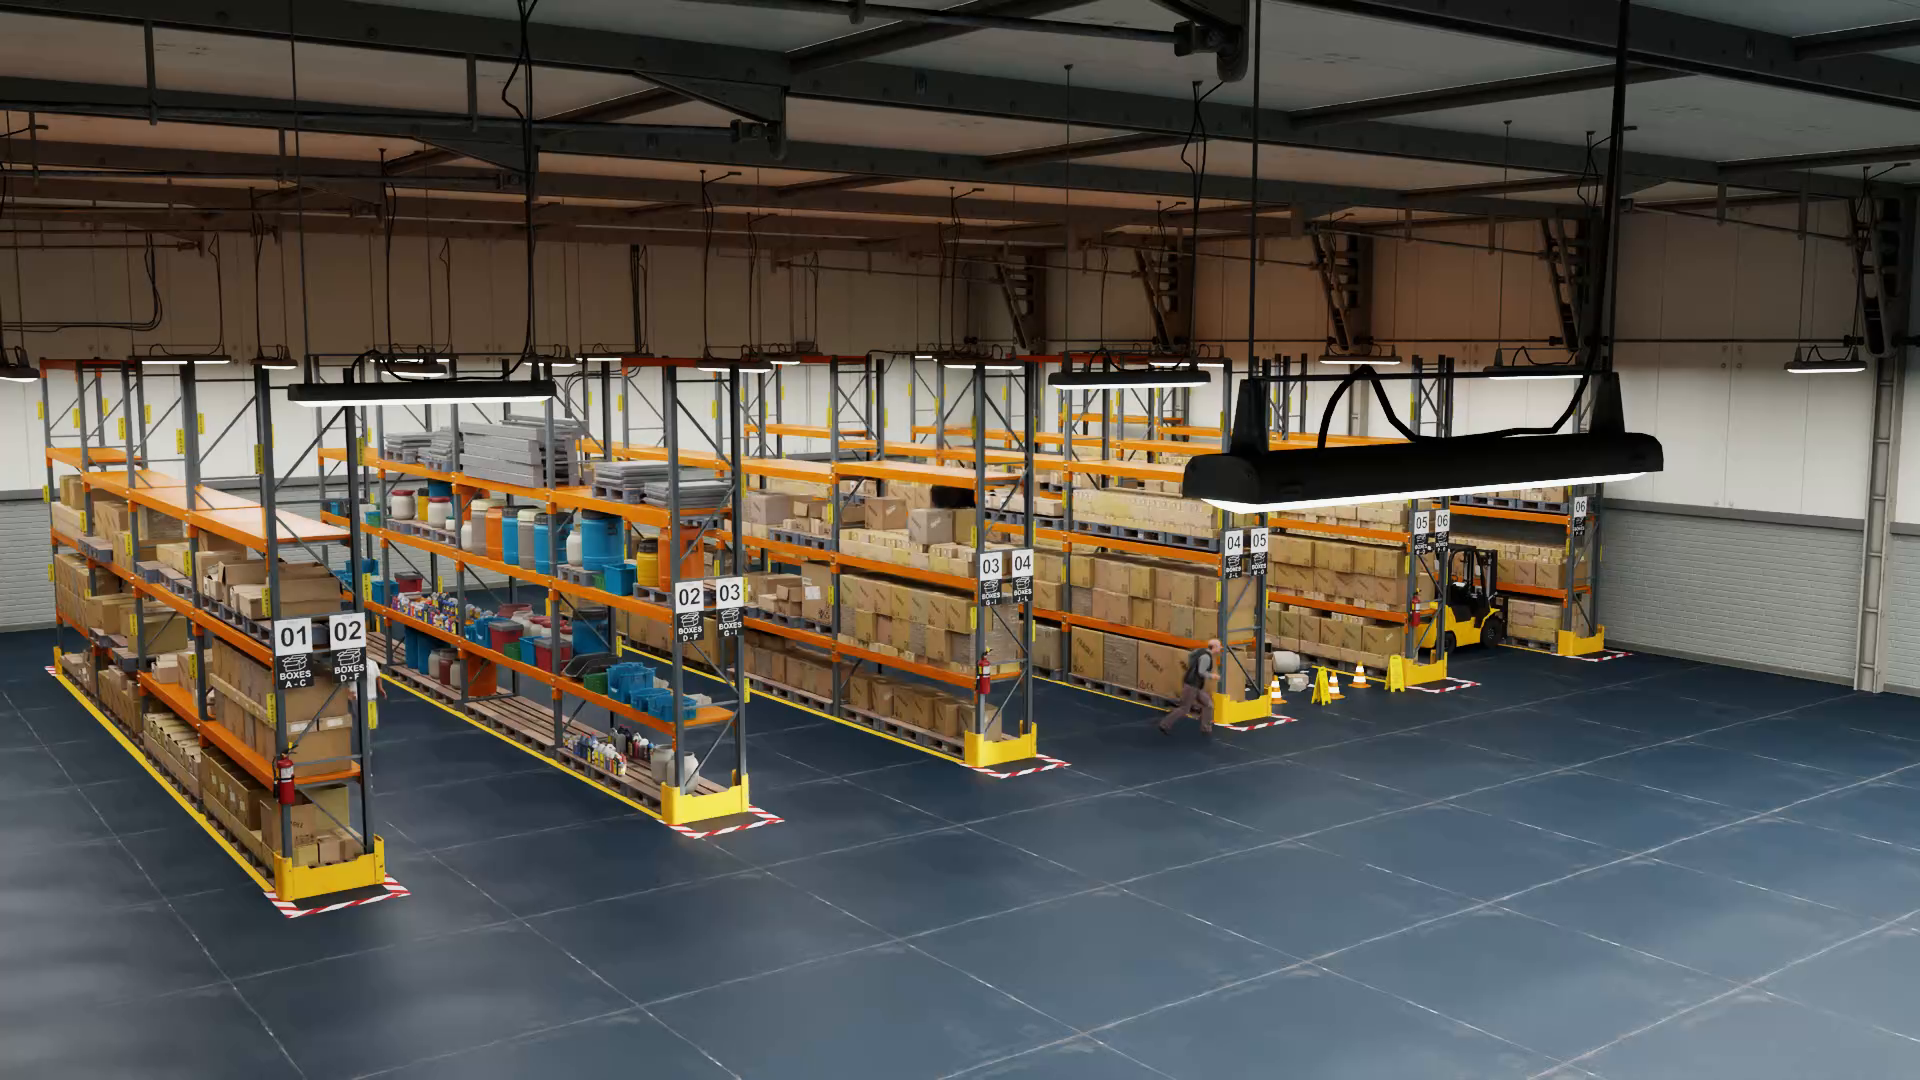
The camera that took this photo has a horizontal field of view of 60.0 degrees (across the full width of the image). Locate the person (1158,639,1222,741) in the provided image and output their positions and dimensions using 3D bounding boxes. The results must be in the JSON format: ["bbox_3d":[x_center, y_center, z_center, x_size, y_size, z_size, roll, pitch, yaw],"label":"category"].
[{"bbox_3d":[3.640,2.387,26.372,0.990,1.682,0.701,0,7,3],"label":"person"}]

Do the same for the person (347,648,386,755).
[{"bbox_3d":[-9.202,2.423,25.543,0.702,1.726,0.598,-6,9,-42],"label":"person"}]
